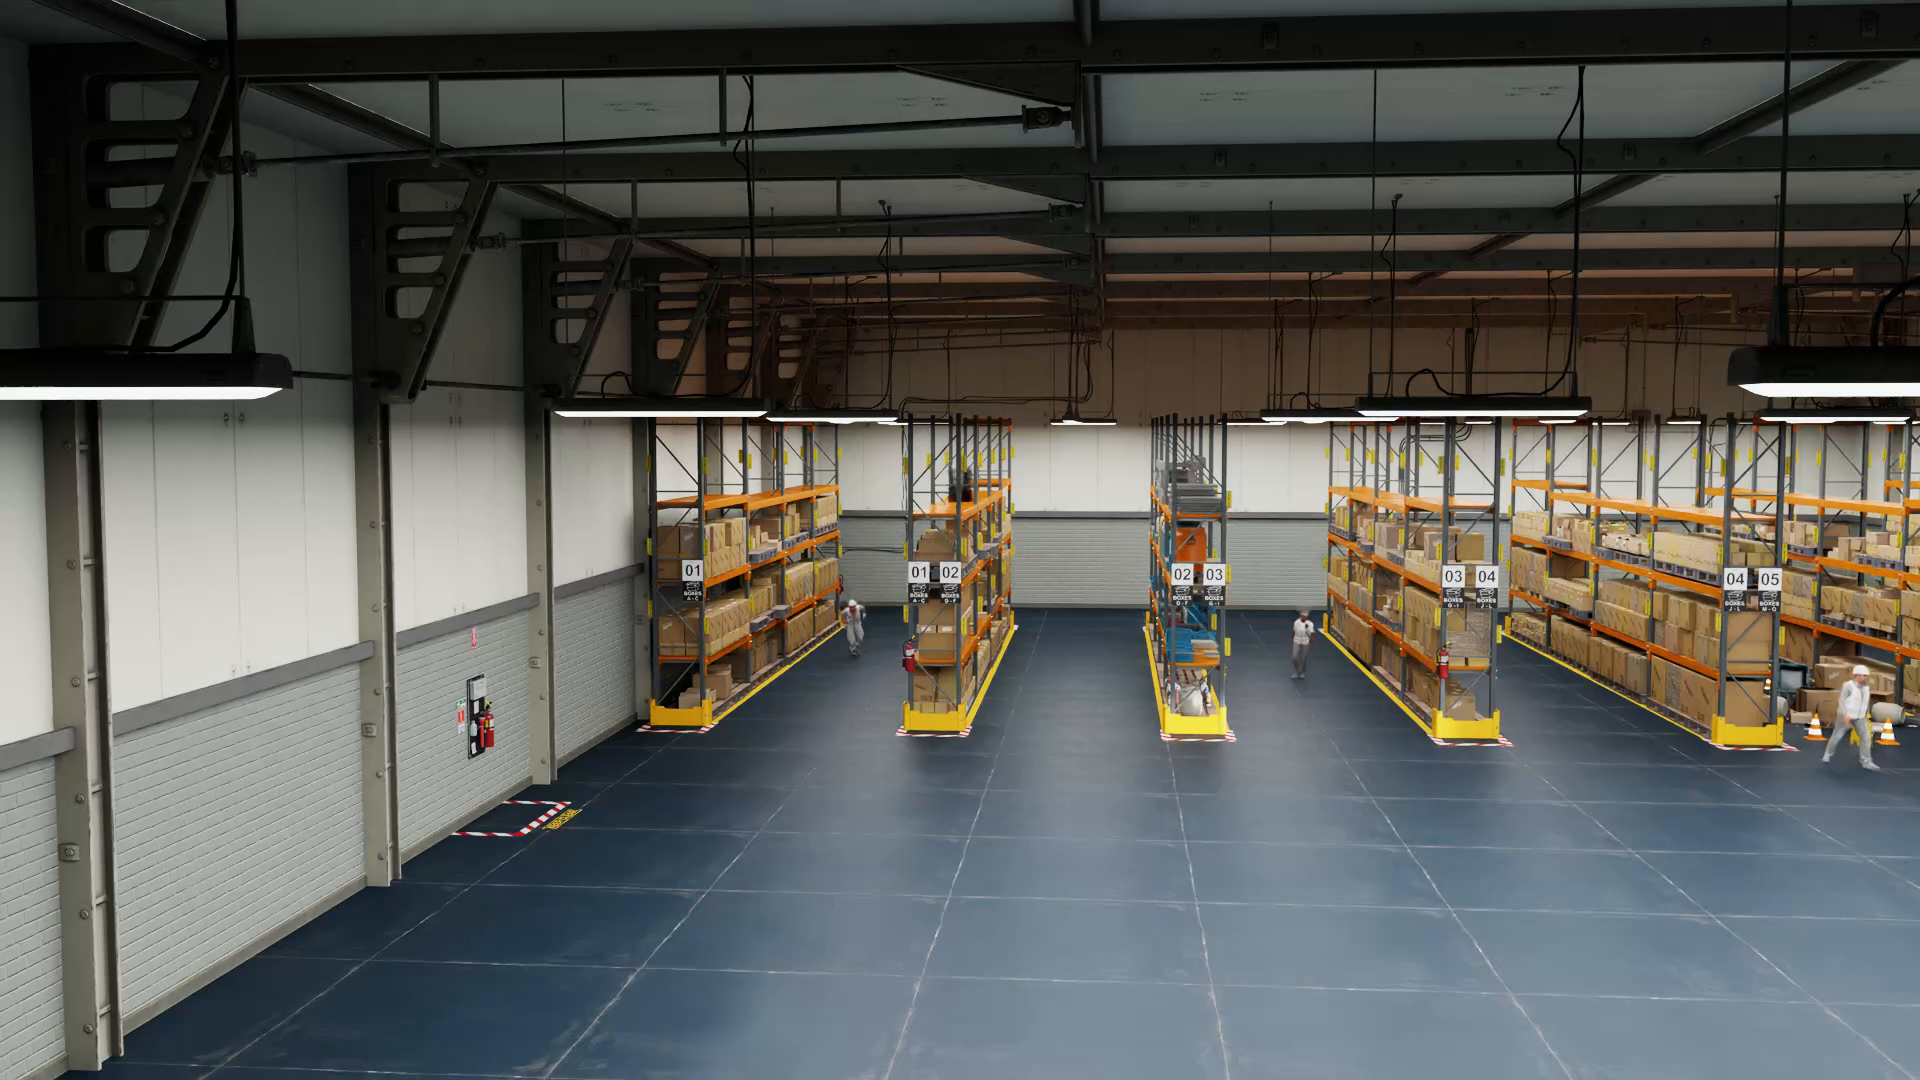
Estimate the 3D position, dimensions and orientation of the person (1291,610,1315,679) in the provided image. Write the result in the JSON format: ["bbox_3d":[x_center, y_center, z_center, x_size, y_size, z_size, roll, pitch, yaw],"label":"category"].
[{"bbox_3d":[7.794,2.365,37.787,0.564,1.597,0.738,1,4,17],"label":"person"}]

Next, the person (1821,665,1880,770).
[{"bbox_3d":[15.095,2.965,28.118,0.677,1.729,0.882,-1,4,-12],"label":"person"}]

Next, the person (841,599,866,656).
[{"bbox_3d":[-2.629,2.181,41.392,0.698,1.482,0.979,-1,4,-13],"label":"person"}]
